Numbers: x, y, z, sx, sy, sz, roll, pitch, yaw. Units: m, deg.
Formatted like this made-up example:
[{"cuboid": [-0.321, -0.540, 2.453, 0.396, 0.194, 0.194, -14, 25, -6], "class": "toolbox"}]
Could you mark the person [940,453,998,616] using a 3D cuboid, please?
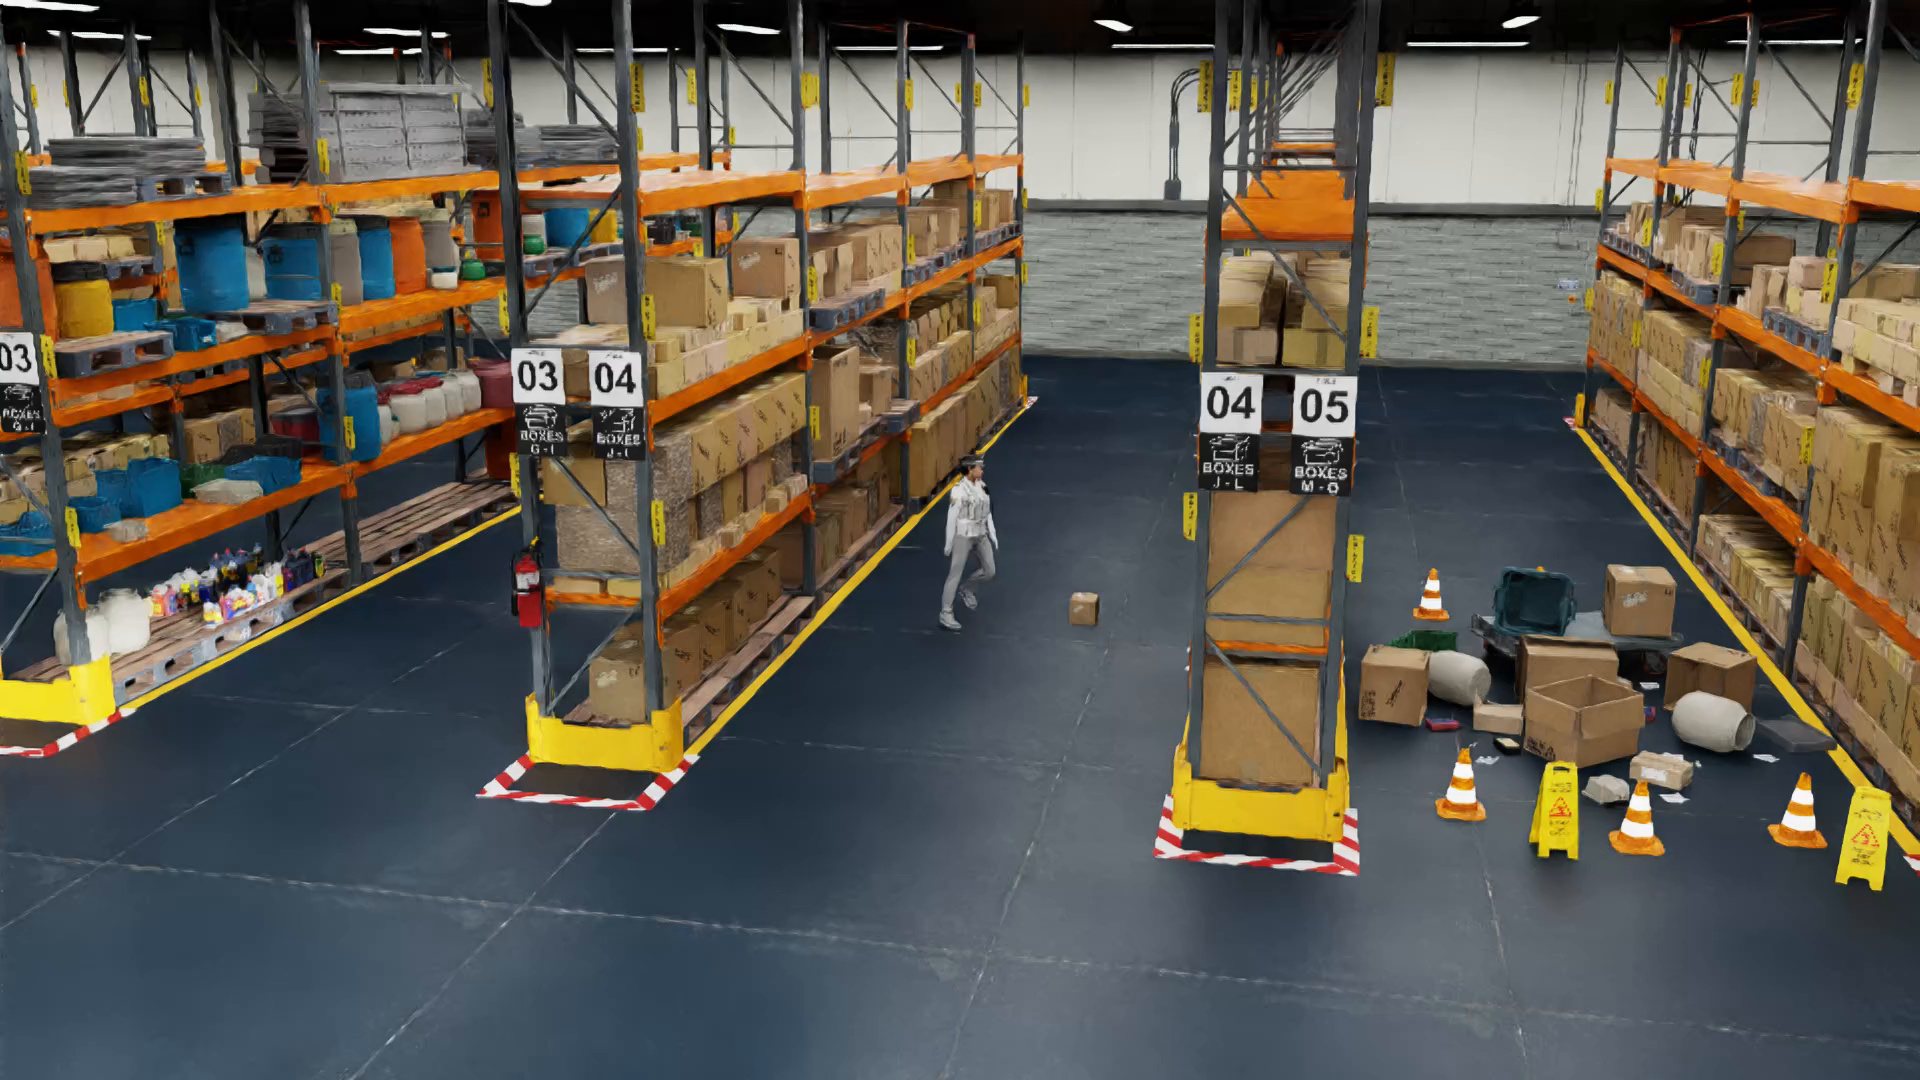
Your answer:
[{"cuboid": [0.065, -0.049, 16.034, 0.475, 1.583, 0.540, 12, 19, 39], "class": "person"}]
